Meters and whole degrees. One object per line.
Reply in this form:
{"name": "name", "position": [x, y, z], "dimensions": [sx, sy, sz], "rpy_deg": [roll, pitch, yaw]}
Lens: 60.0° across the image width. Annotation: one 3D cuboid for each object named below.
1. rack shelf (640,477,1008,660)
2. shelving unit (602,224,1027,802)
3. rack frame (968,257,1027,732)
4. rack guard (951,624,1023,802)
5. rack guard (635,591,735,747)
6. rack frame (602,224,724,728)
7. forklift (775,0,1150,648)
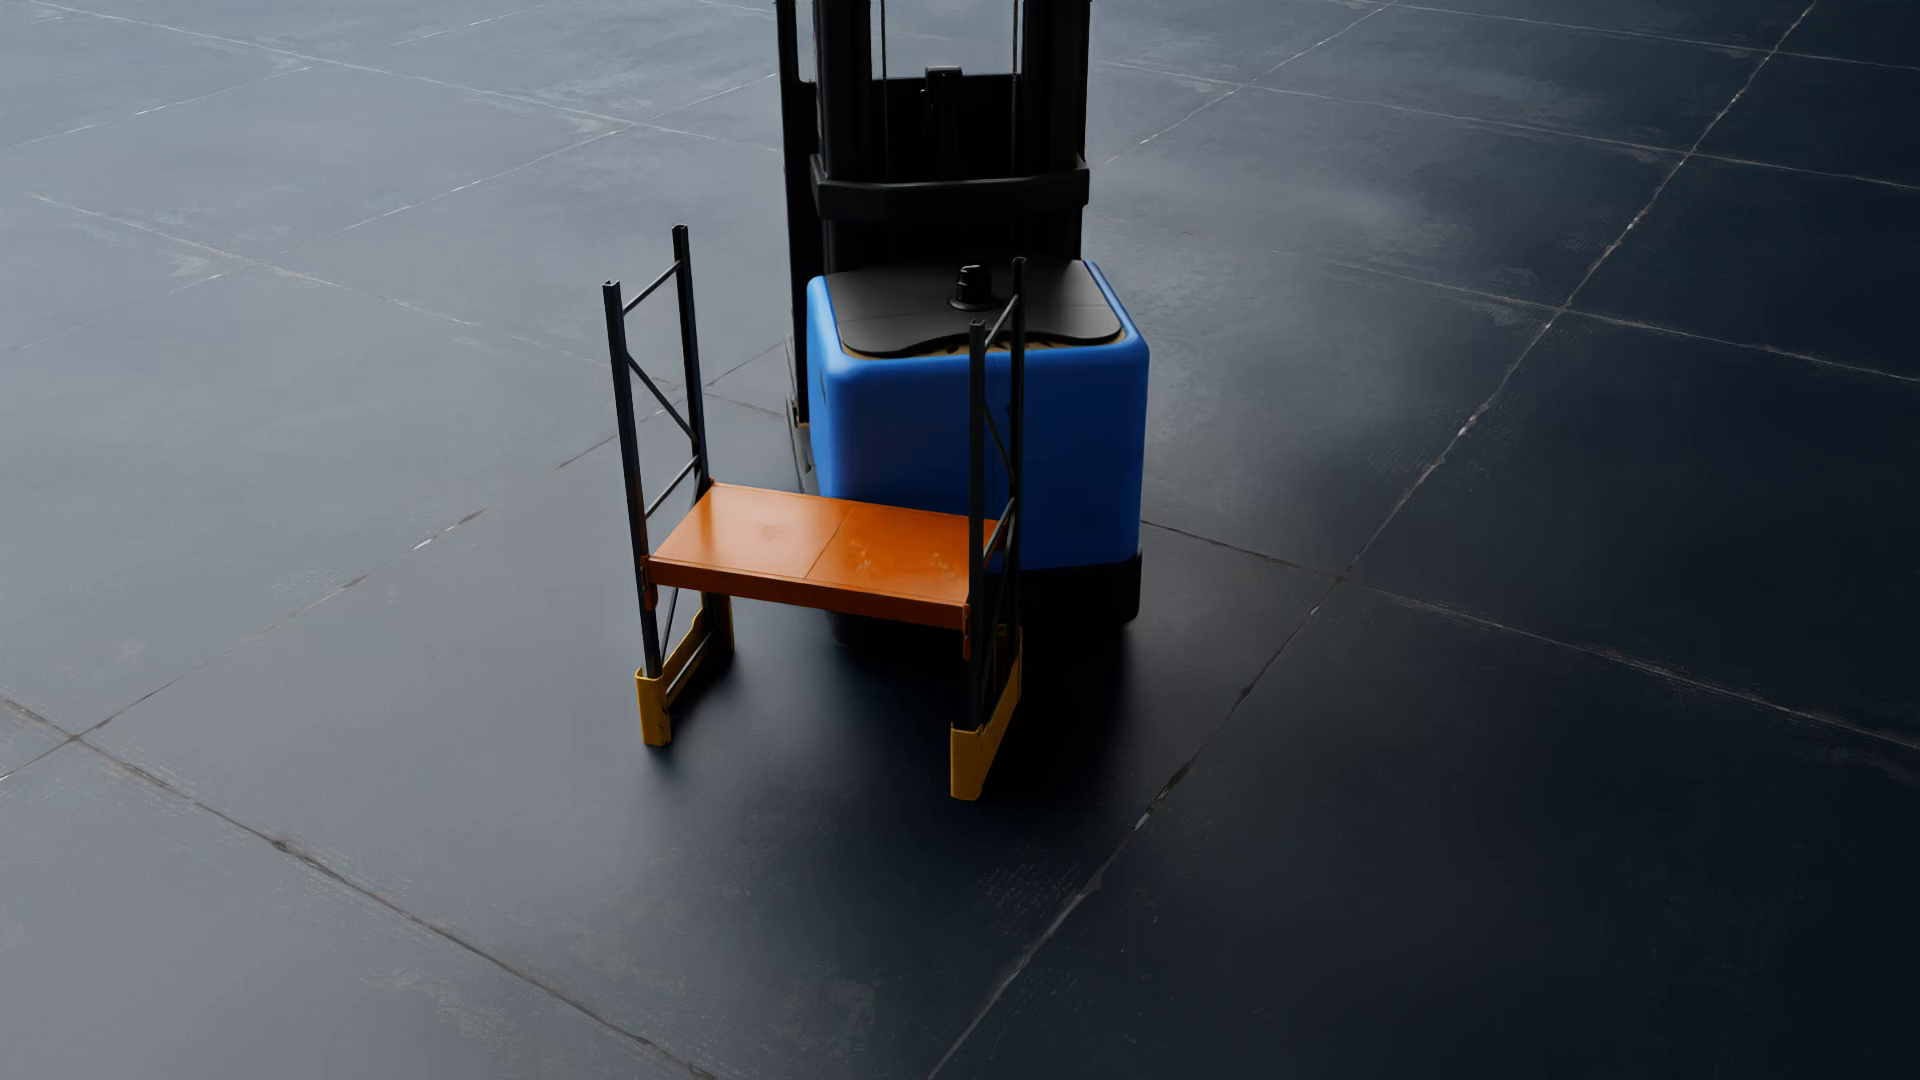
{"name": "rack shelf", "position": [-0.386, 0.071, 4.997], "dimensions": [1.000, 0.185, 0.538], "rpy_deg": [8, 31, 13]}
{"name": "shelving unit", "position": [-0.394, -0.086, 4.909], "dimensions": [1.083, 1.500, 0.587], "rpy_deg": [8, 31, 13]}
{"name": "rack frame", "position": [0.105, -0.017, 4.790], "dimensions": [0.032, 1.500, 0.500], "rpy_deg": [8, 31, 13]}
{"name": "rack guard", "position": [0.086, 0.521, 5.110], "dimensions": [0.087, 0.250, 0.587], "rpy_deg": [8, 31, 13]}
{"name": "rack guard", "position": [-0.874, 0.387, 5.338], "dimensions": [0.087, 0.250, 0.587], "rpy_deg": [8, 31, 13]}
{"name": "rack frame", "position": [-0.876, -0.153, 5.023], "dimensions": [0.032, 1.500, 0.500], "rpy_deg": [8, 31, 13]}
{"name": "forklift", "position": [-0.131, -1.634, 6.142], "dimensions": [1.130, 2.935, 3.031], "rpy_deg": [-5, 31, -8]}
